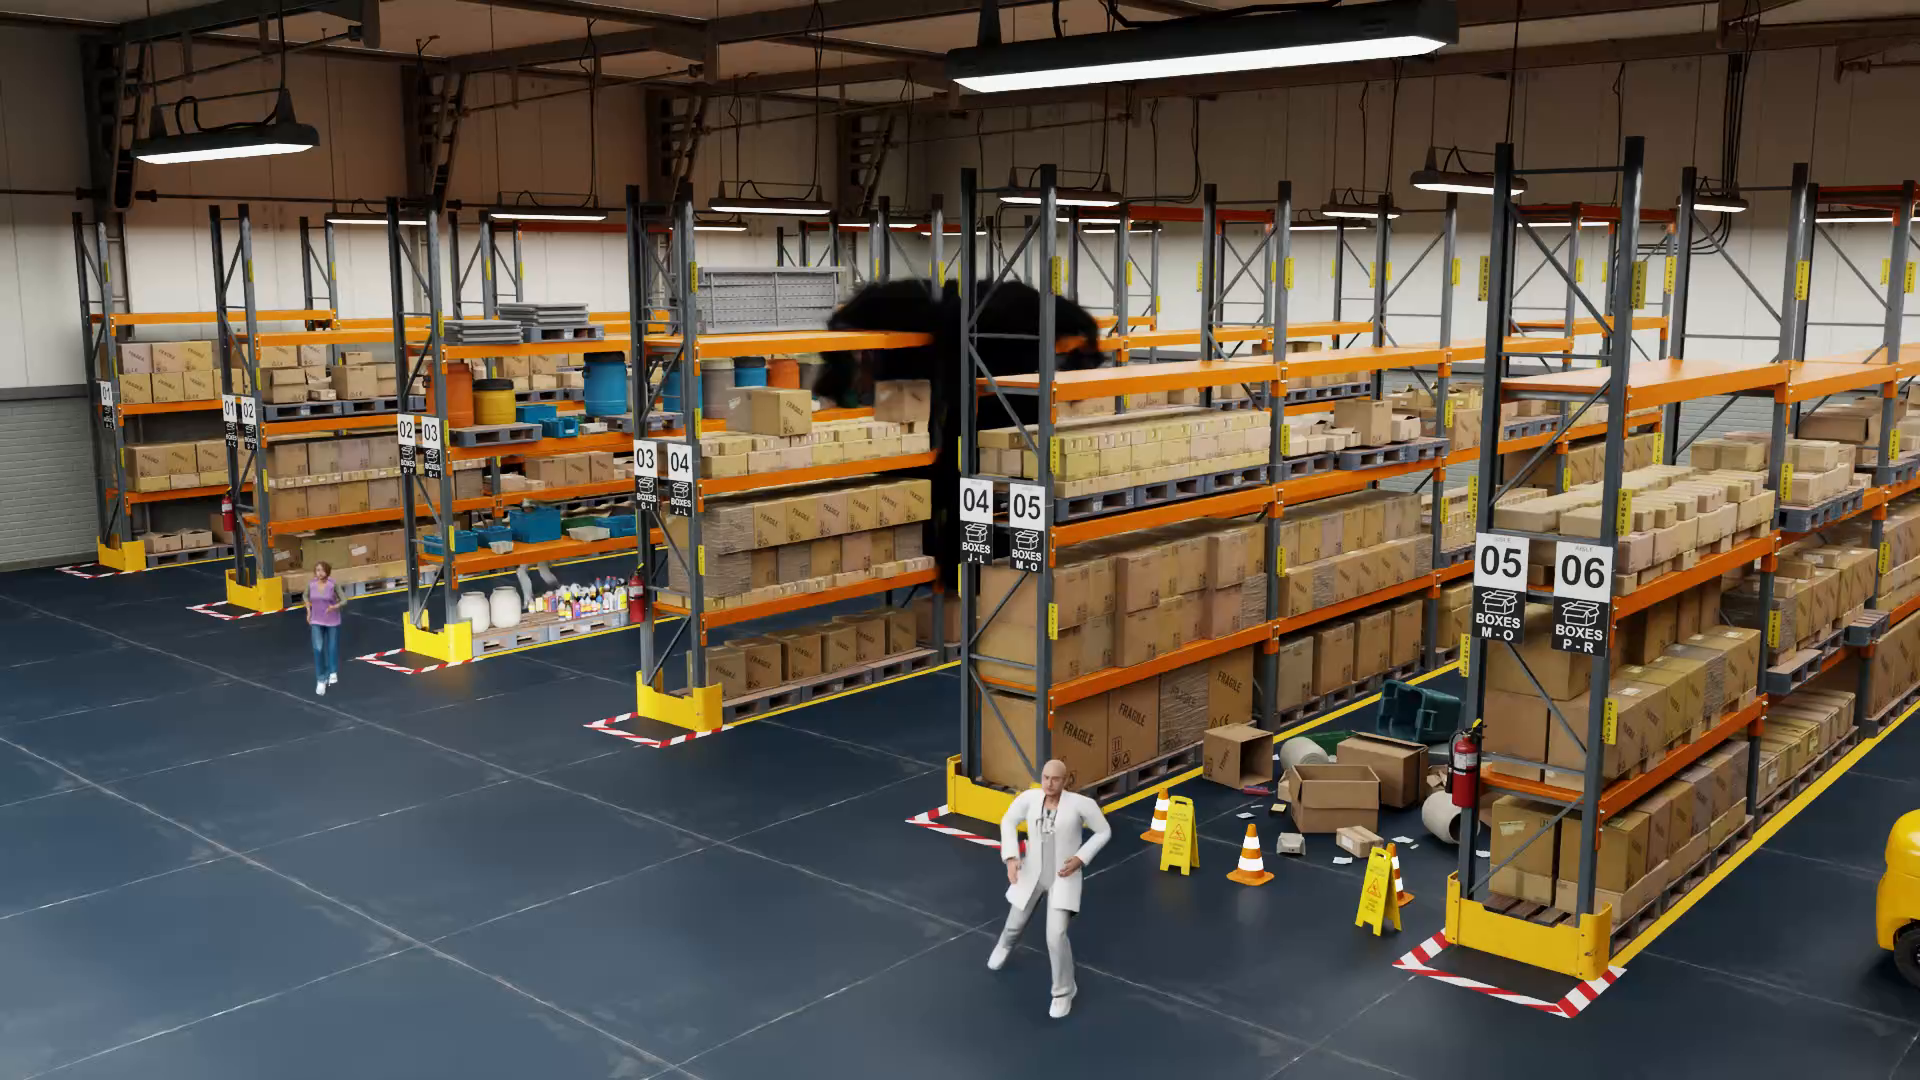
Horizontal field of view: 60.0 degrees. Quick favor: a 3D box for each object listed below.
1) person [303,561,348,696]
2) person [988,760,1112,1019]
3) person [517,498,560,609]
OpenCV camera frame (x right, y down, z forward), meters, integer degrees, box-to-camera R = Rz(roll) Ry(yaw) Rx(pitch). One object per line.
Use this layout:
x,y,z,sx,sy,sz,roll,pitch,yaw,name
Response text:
-7.699,1.053,20.207,0.524,1.639,0.713,-3,10,-16,person
0.608,2.398,11.782,0.922,1.782,0.791,3,10,16,person
-6.411,0.202,25.147,0.506,1.739,0.847,5,11,30,person
